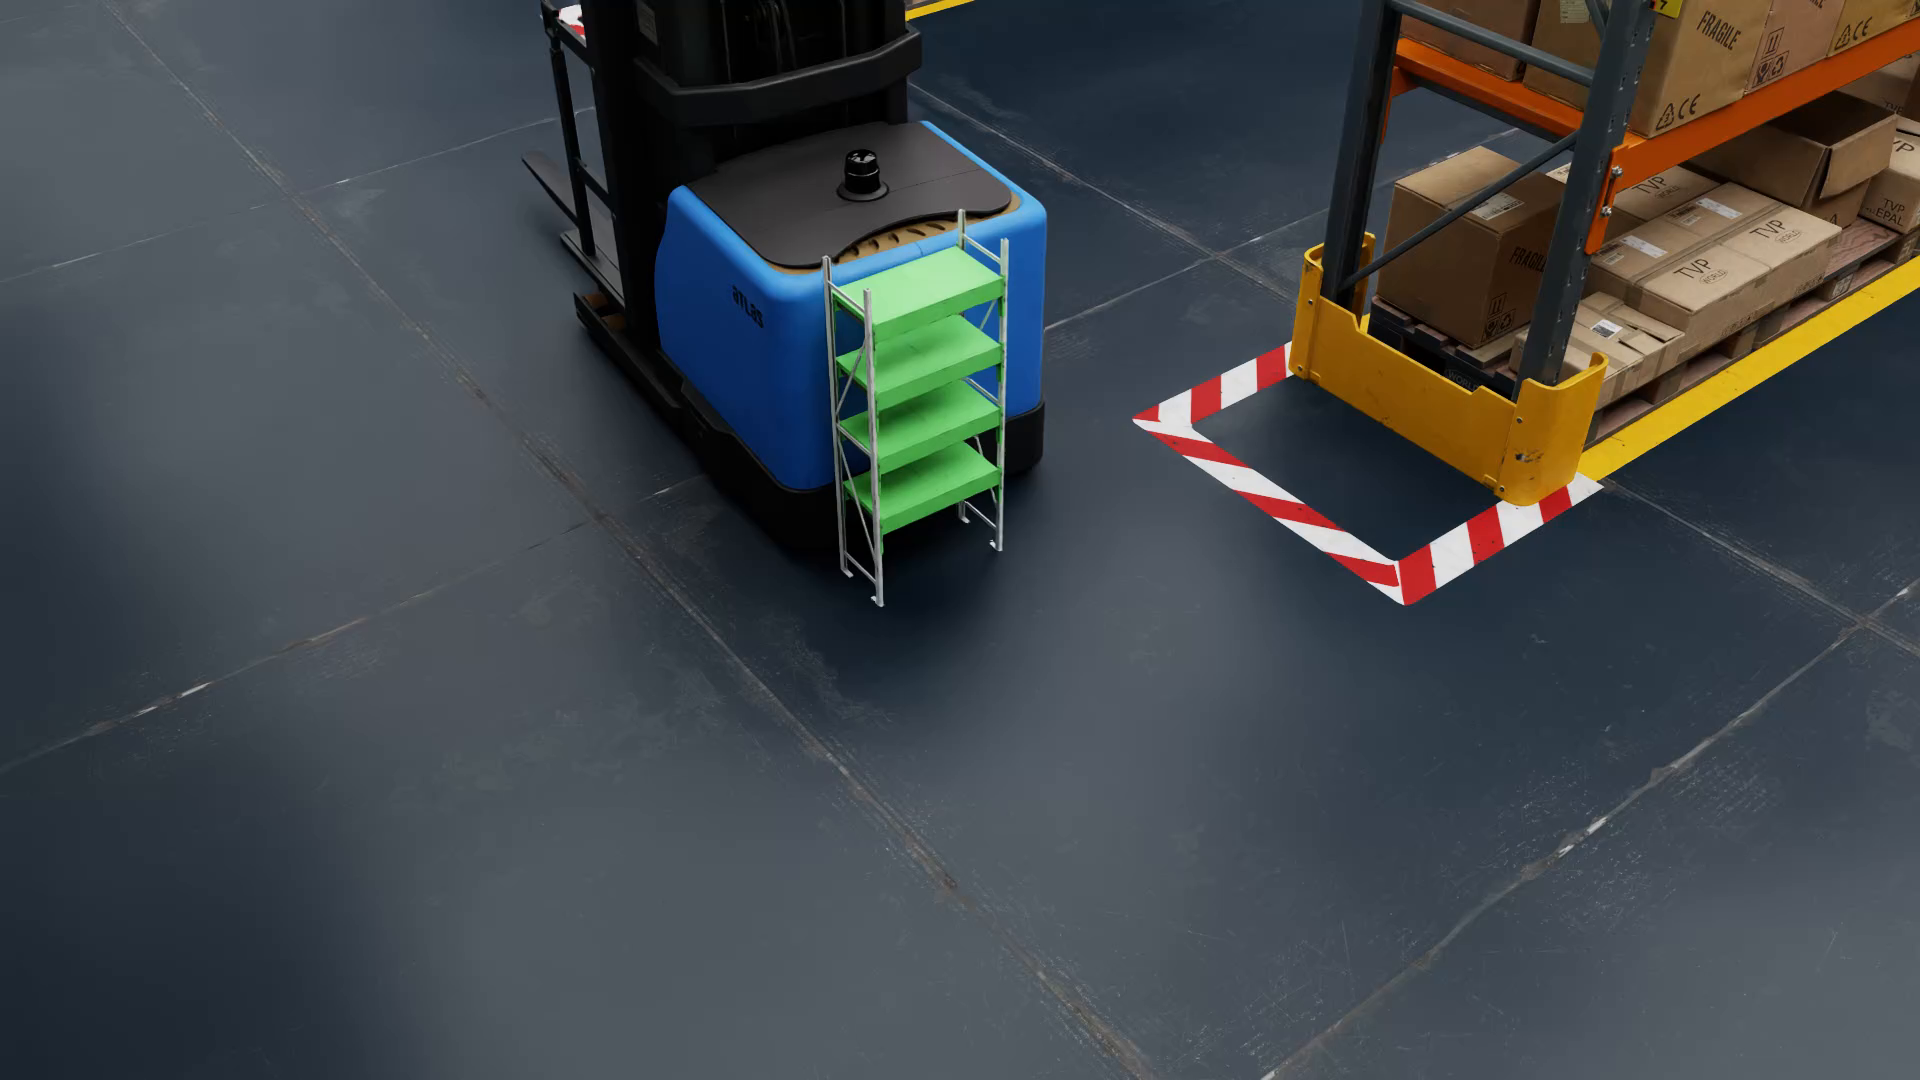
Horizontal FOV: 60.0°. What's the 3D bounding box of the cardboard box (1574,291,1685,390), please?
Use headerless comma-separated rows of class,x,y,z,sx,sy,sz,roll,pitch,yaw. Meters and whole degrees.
cardboard box,2.445,-0.753,6.190,0.250,0.166,0.380,-26,46,-28

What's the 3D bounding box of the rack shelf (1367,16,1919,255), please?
rack shelf,3.291,-2.087,6.497,4.000,0.370,1.077,-26,46,-28

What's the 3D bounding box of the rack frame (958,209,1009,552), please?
rack frame,0.069,-0.486,5.396,0.015,1.200,0.240,-24,45,-27

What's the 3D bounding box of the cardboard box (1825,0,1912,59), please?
cardboard box,3.023,-2.065,5.823,0.500,0.500,0.500,-26,46,-28

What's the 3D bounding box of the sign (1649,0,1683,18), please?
sign,2.036,-1.654,4.719,0.005,0.325,0.100,-26,46,-28

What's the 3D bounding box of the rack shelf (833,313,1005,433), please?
rack shelf,-0.129,-0.532,5.175,0.480,0.148,0.258,-24,45,-27

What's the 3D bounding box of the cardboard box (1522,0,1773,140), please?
cardboard box,2.218,-1.670,5.342,0.500,0.500,0.500,-25,46,-27

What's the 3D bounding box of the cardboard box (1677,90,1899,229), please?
cardboard box,3.390,-1.615,6.975,0.637,0.503,0.797,-26,46,-28

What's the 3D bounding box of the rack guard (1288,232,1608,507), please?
rack guard,1.766,-0.655,6.155,0.348,0.500,1.175,-26,46,-28

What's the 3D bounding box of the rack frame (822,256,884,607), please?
rack frame,-0.328,-0.306,5.177,0.015,1.200,0.240,-24,45,-27

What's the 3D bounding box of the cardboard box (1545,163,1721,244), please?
cardboard box,2.758,-1.386,6.895,0.500,0.250,0.500,-26,46,-28

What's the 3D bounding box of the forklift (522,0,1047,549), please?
forklift,-0.904,-2.013,5.893,1.130,2.935,3.031,-22,44,-24

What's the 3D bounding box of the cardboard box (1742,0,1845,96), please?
cardboard box,2.624,-1.872,5.588,0.500,0.500,0.500,-26,46,-28

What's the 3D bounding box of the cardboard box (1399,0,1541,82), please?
cardboard box,1.895,-1.941,5.672,0.500,0.500,0.500,-25,45,-27

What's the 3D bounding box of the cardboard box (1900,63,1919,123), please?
cardboard box,4.598,-1.979,7.422,0.500,0.500,0.500,-26,46,-28

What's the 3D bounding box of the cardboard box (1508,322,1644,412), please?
cardboard box,2.247,-0.649,6.077,0.250,0.149,0.380,-26,46,-28

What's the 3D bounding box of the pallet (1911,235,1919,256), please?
pallet,4.332,-1.795,7.772,1.213,0.211,1.003,-26,46,-28

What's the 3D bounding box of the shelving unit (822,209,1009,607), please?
shelving unit,-0.129,-0.396,5.286,0.503,1.200,0.258,-24,45,-27

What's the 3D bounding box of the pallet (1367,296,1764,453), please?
pallet,2.397,-0.852,6.623,1.213,0.211,1.003,-26,46,-28

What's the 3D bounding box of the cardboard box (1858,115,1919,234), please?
cardboard box,4.003,-1.616,7.128,0.500,0.311,0.500,-26,46,-28

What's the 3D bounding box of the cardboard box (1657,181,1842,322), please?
cardboard box,3.102,-1.153,6.612,0.500,0.250,0.500,-26,46,-28

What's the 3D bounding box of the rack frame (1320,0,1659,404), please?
rack frame,1.705,-1.592,5.326,0.127,3.000,1.000,-26,46,-28

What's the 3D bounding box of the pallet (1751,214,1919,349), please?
pallet,3.364,-1.321,7.194,1.213,0.211,1.003,-26,46,-28

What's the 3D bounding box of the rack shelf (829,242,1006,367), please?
rack shelf,-0.129,-0.717,5.022,0.480,0.148,0.258,-24,45,-27

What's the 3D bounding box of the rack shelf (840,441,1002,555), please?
rack shelf,-0.129,-0.161,5.479,0.480,0.148,0.258,-24,45,-27

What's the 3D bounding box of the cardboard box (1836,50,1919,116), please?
cardboard box,4.412,-2.215,7.859,0.500,0.311,0.500,-26,46,-28

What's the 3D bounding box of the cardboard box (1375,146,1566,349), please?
cardboard box,1.986,-1.130,6.387,0.500,0.500,0.500,-26,46,-28

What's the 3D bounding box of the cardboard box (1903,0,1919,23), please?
cardboard box,3.421,-2.257,6.057,0.500,0.500,0.500,-25,46,-28

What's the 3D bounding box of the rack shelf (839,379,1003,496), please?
rack shelf,-0.129,-0.346,5.327,0.480,0.148,0.258,-24,45,-27

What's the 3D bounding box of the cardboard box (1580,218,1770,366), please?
cardboard box,2.706,-0.960,6.377,0.500,0.250,0.500,-26,46,-28

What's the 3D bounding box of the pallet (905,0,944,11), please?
pallet,-0.633,-3.306,9.614,1.213,0.211,1.003,-26,46,-28
